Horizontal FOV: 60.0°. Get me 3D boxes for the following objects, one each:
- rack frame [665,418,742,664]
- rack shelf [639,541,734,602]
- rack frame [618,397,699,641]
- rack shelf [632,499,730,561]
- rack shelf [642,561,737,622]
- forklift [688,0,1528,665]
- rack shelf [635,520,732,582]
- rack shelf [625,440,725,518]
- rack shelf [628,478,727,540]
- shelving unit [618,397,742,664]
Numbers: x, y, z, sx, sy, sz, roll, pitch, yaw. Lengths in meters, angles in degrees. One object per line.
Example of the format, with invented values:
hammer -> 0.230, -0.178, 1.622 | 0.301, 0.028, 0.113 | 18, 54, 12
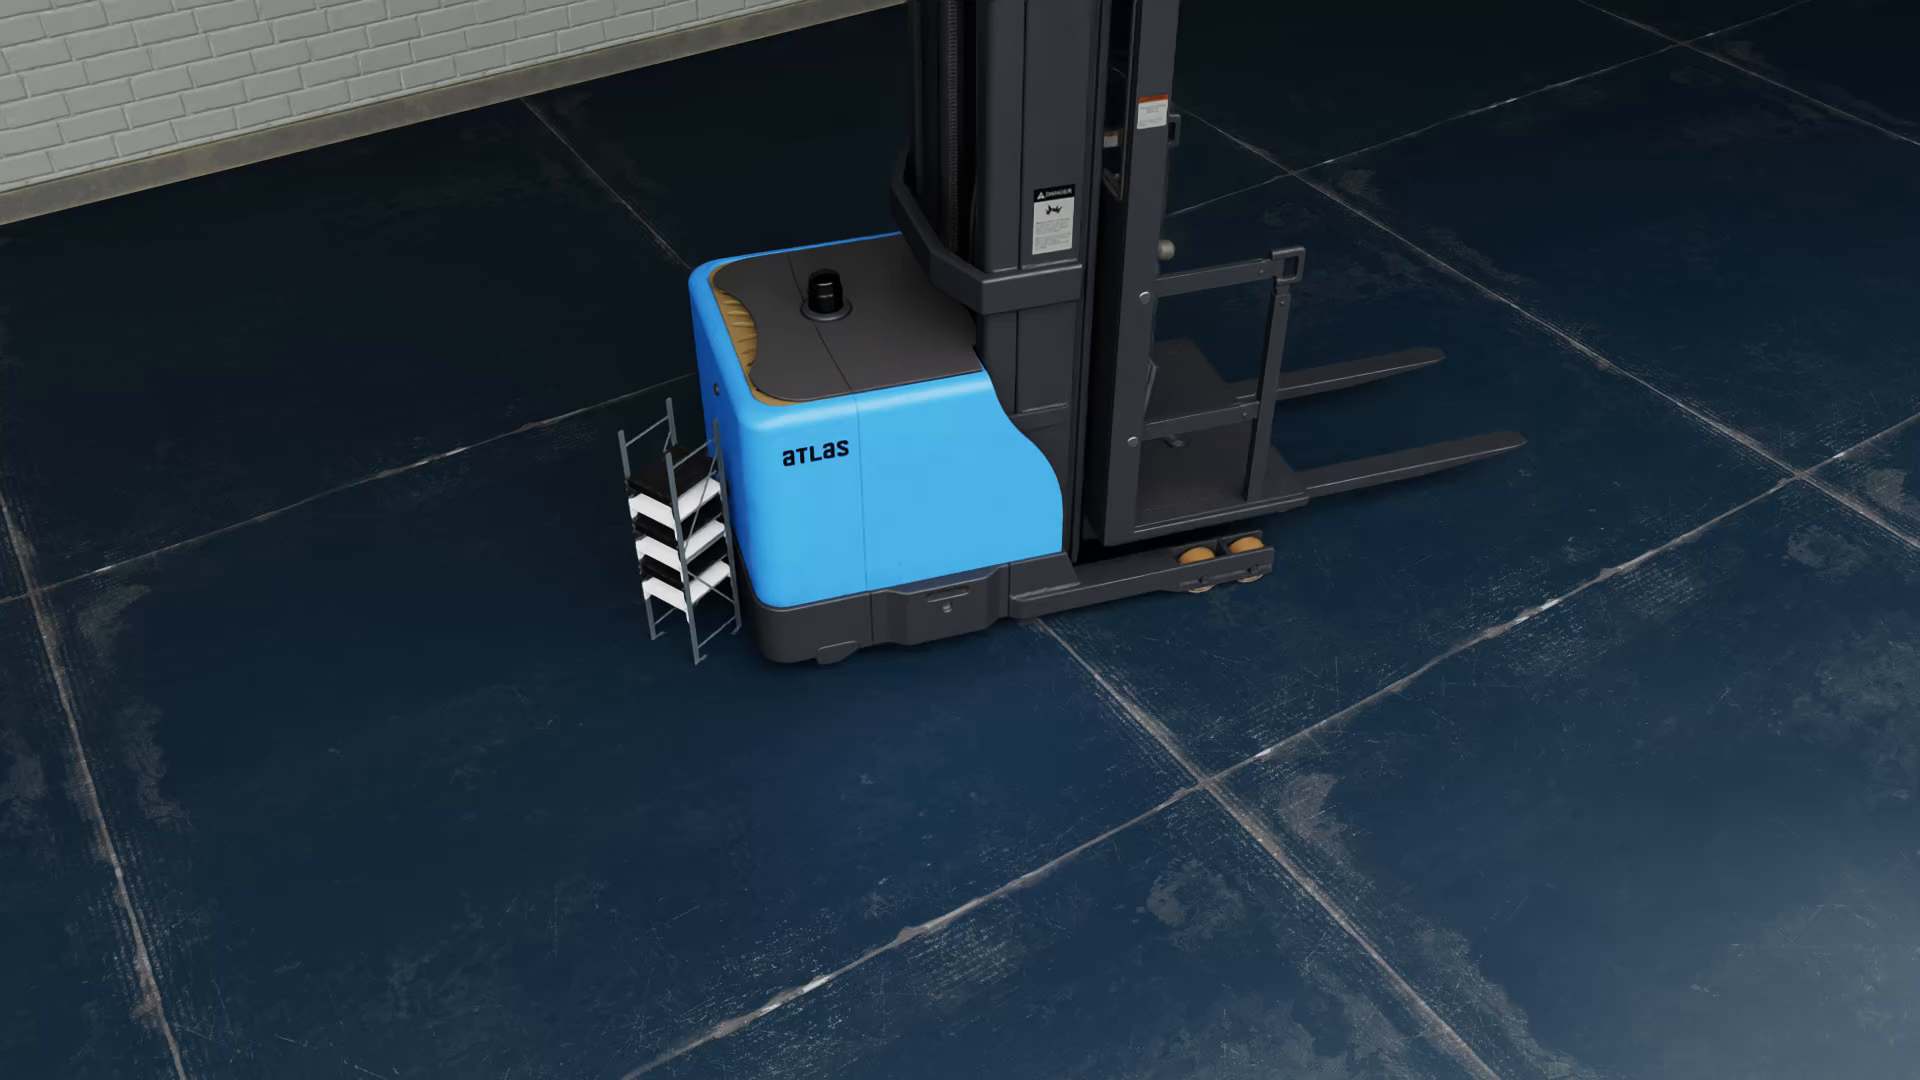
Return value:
rack frame -> -0.844, 0.020, 5.523 | 0.006, 0.900, 0.240 | 24, 46, 26
rack shelf -> -0.927, 0.077, 5.647 | 0.200, 0.077, 0.258 | 24, 46, 26
rack frame -> -1.010, -0.055, 5.613 | 0.006, 0.900, 0.240 | 24, 46, 26
rack shelf -> -0.927, -0.061, 5.532 | 0.200, 0.077, 0.258 | 24, 46, 26
rack shelf -> -0.927, 0.146, 5.705 | 0.200, 0.077, 0.258 | 24, 46, 26
forklift -> 0.628, -1.246, 5.456 | 3.031, 2.935, 1.130 | -11, 41, -13
rack shelf -> -0.927, 0.008, 5.590 | 0.200, 0.077, 0.258 | 24, 46, 26
rack shelf -> -0.927, -0.199, 5.417 | 0.200, 0.077, 0.258 | 24, 46, 26
rack shelf -> -0.927, -0.130, 5.474 | 0.200, 0.077, 0.258 | 24, 46, 26
shelving unit -> -0.927, -0.018, 5.568 | 0.210, 0.900, 0.258 | 24, 46, 26
